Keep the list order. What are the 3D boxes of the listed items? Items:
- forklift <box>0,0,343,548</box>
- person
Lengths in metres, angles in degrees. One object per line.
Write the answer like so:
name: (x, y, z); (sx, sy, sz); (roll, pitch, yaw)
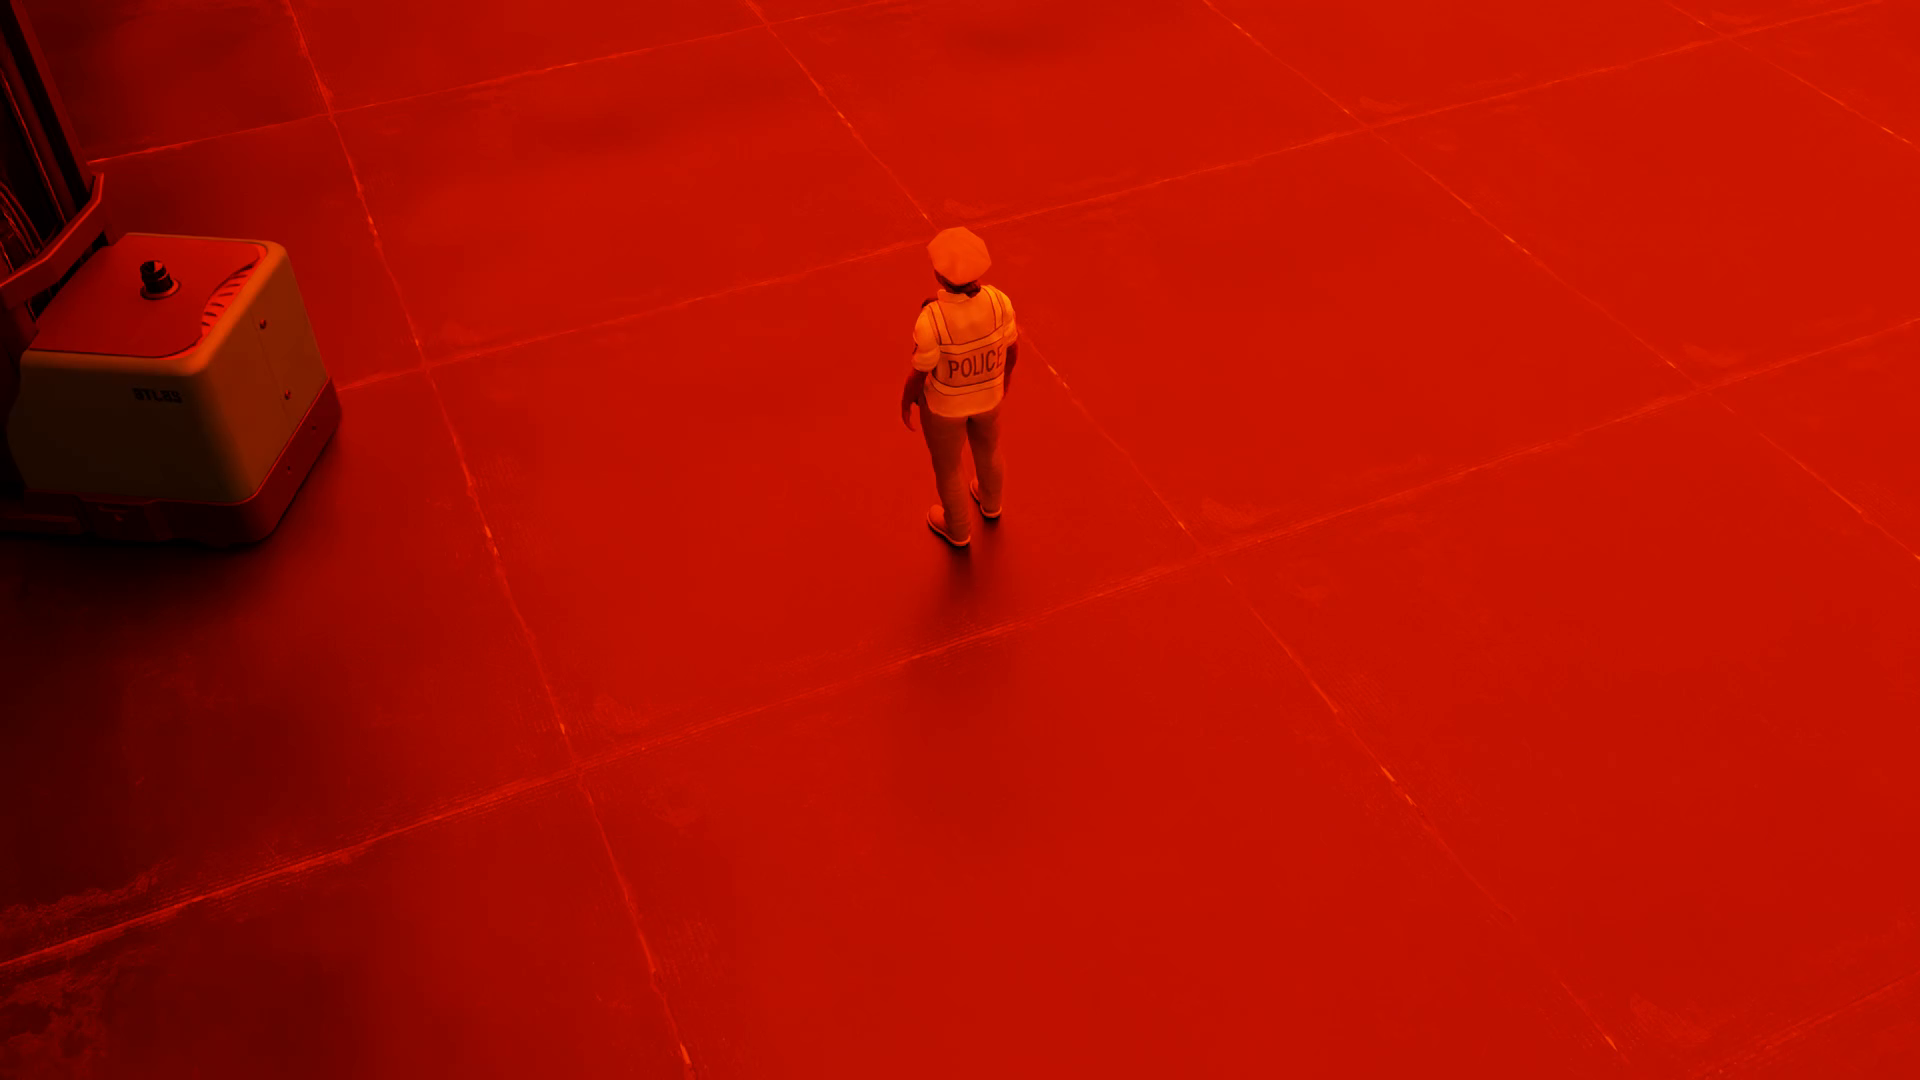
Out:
forklift: (-4.670, -1.462, 7.246); (3.031, 2.935, 1.130); (4, 43, 4)
person: (-0.013, -0.677, 7.301); (0.569, 1.695, 0.528); (-18, 46, -18)
